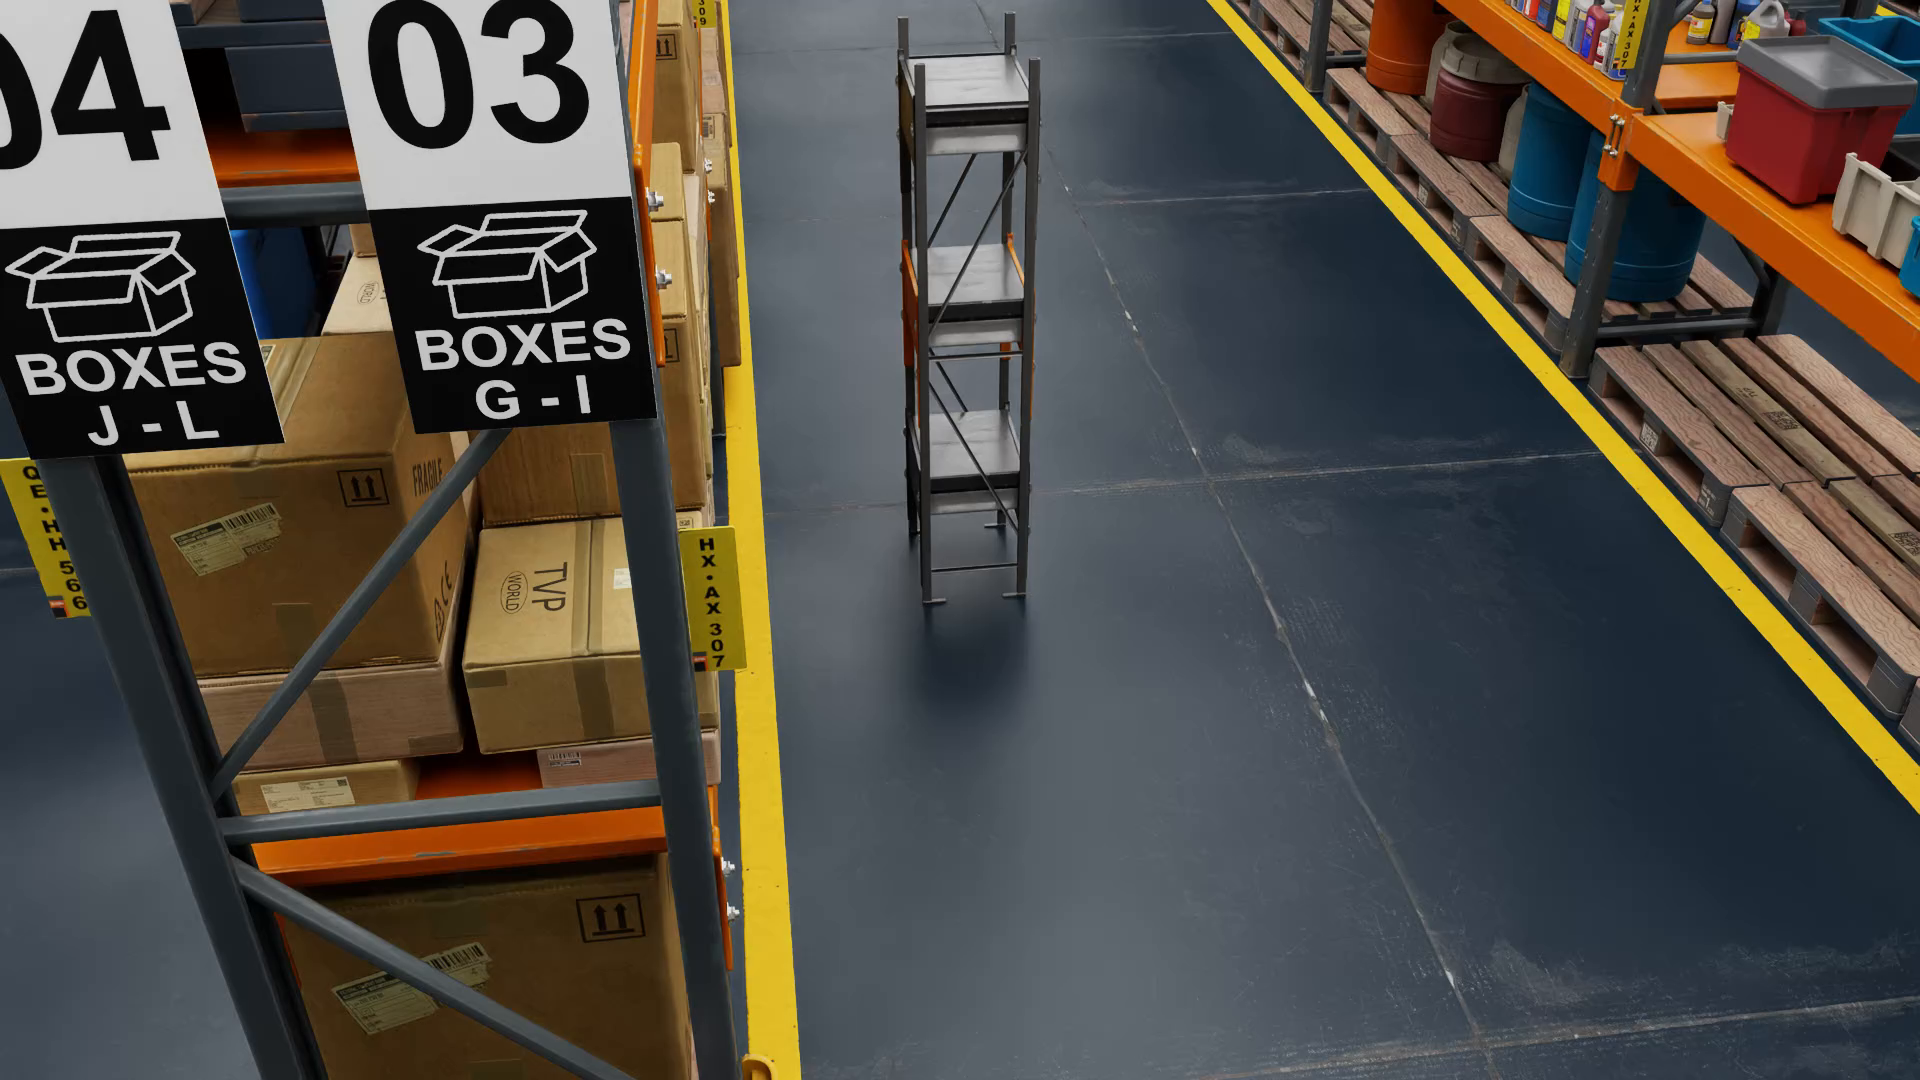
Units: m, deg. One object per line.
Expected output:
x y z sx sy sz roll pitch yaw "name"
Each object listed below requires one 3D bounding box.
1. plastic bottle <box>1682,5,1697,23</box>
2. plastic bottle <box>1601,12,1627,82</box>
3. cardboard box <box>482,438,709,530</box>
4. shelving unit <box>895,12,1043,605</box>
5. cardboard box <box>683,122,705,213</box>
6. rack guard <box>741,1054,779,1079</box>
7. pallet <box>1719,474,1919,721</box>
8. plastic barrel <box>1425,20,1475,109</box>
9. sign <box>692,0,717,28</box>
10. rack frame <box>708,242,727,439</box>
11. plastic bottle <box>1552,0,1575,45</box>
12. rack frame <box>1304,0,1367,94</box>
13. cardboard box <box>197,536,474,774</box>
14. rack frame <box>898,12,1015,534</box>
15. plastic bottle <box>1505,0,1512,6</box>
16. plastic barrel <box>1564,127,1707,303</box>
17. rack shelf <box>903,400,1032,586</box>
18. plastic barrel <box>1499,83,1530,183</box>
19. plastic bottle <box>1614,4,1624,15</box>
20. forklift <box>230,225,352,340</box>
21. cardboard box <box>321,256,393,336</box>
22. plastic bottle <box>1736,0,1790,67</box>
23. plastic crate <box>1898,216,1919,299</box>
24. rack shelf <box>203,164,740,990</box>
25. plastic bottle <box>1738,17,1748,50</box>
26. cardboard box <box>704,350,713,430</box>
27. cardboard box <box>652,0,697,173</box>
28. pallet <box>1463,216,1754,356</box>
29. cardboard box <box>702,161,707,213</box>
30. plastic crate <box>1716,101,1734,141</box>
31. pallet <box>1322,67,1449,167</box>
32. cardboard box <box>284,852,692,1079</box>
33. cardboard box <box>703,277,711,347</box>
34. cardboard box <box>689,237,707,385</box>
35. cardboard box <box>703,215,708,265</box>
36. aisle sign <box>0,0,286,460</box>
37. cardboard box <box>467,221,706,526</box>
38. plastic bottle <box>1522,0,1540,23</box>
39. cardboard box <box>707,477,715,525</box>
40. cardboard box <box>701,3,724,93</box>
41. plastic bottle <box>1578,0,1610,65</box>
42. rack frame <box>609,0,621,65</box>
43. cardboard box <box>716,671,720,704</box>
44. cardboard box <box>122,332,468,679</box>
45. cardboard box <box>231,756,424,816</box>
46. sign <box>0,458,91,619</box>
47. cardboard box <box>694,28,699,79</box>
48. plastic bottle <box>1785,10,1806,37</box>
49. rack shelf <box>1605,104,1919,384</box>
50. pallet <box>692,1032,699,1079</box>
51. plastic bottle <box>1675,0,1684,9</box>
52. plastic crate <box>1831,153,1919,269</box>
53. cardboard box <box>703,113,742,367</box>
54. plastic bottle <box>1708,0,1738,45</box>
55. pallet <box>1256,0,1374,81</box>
3.615 -2.650 8.151 0.097 0.201 0.097 0 34 0 "plastic bottle"
2.990 -2.209 7.438 0.152 0.276 0.135 -4 35 -6 "plastic bottle"
-0.880 -0.096 4.097 0.500 0.250 0.500 -5 35 -7 "cardboard box"
0.022 -0.775 6.023 0.431 2.100 0.503 -4 35 -6 "shelving unit"
-1.153 -1.236 5.769 0.500 0.250 0.500 -3 34 -5 "cardboard box"
-1.004 1.589 3.975 1.175 0.500 0.348 -4 35 -6 "rack guard"
3.668 0.177 6.303 1.003 0.211 1.213 -4 35 -6 "pallet"
3.072 -2.862 10.123 0.421 0.512 0.421 0 34 0 "plastic barrel"
-0.995 -2.123 6.363 0.100 0.325 0.005 -4 35 -6 "sign"
-1.545 -1.690 6.566 1.000 3.000 0.127 -4 35 -6 "rack frame"
2.915 -2.533 7.847 0.144 0.351 0.185 -4 35 -6 "plastic bottle"
2.825 -4.297 10.392 1.000 3.000 0.127 -4 35 -6 "rack frame"
-1.335 0.231 3.616 0.500 0.250 0.500 -5 35 -7 "cardboard box"
-0.011 -0.911 6.223 0.400 2.100 0.015 -4 35 -6 "rack frame"
2.812 -2.801 8.373 0.097 0.201 0.097 0 34 0 "plastic bottle"
3.307 -1.676 8.036 0.600 0.901 0.708 -4 35 -6 "plastic barrel"
0.022 -0.186 6.425 0.431 0.518 0.480 -4 35 -6 "rack shelf"
3.224 -2.232 9.198 0.421 0.512 0.421 0 34 0 "plastic barrel"
3.062 -2.402 7.787 0.097 0.201 0.097 0 34 0 "plastic bottle"
-3.669 -2.350 7.595 1.130 2.935 3.031 -6 35 -9 "forklift"
-1.545 -0.626 4.875 0.500 0.250 0.500 -4 35 -6 "cardboard box"
3.632 -2.288 7.488 0.144 0.351 0.185 -4 35 -6 "plastic bottle"
3.371 -0.915 5.524 0.416 0.233 0.300 -4 35 -6 "plastic crate"
-1.276 -0.276 5.131 1.077 0.370 4.000 -4 35 -6 "rack shelf"
3.685 -2.357 7.722 0.097 0.201 0.097 0 34 0 "plastic bottle"
-0.936 -0.435 4.948 0.380 0.149 0.250 -5 35 -8 "cardboard box"
-1.155 -1.544 5.556 0.500 0.500 0.500 -4 34 -6 "cardboard box"
3.301 -1.346 8.538 1.003 0.211 1.213 -4 35 -6 "pallet"
-1.144 -1.297 6.212 0.380 0.149 0.250 -4 34 -5 "cardboard box"
3.284 -1.710 6.777 0.396 0.136 0.243 -4 35 -6 "plastic crate"
2.973 -2.708 10.536 1.003 0.211 1.213 -4 35 -6 "pallet"
-1.172 0.896 4.286 0.875 0.875 0.875 -4 35 -6 "cardboard box"
-1.006 -0.724 5.371 0.380 0.149 0.250 -5 35 -7 "cardboard box"
-1.020 -0.668 4.936 0.500 0.250 0.500 -5 35 -7 "cardboard box"
-1.075 -1.010 5.792 0.380 0.149 0.250 -4 34 -5 "cardboard box"
-1.294 -0.469 2.466 0.394 0.787 0.004 -4 35 -6 "aisle sign"
-0.871 -0.396 3.870 0.500 0.500 0.500 -5 35 -8 "cardboard box"
2.873 -2.694 8.150 0.152 0.276 0.135 -4 35 -6 "plastic bottle"
-0.868 -0.150 4.530 0.380 0.149 0.250 -5 35 -7 "cardboard box"
-1.898 -2.333 9.023 1.225 0.875 0.875 -4 35 -6 "cardboard box"
2.914 -2.338 7.620 0.061 0.283 0.133 -4 35 -6 "plastic bottle"
-1.007 -1.937 1.601 1.000 3.000 0.127 -4 35 -6 "rack frame"
-0.763 0.280 3.899 0.380 0.149 0.250 -5 35 -7 "cardboard box"
-1.333 -0.080 3.408 0.500 0.500 0.500 -4 34 -6 "cardboard box"
-1.381 0.472 3.616 0.380 0.149 0.250 -4 34 -5 "cardboard box"
-1.546 -0.001 2.849 0.100 0.325 0.005 -4 35 -6 "sign"
-1.427 -2.287 7.354 0.500 0.500 0.500 -4 35 -6 "cardboard box"
3.737 -2.254 7.497 0.061 0.283 0.133 -4 35 -6 "plastic bottle"
3.632 -0.652 5.681 1.077 0.370 4.000 -4 35 -6 "rack shelf"
-1.192 1.254 4.722 1.003 0.211 1.213 -4 35 -6 "pallet"
3.617 -2.749 8.224 0.061 0.283 0.133 -4 35 -6 "plastic bottle"
3.386 -1.175 5.862 0.437 0.282 0.530 -4 35 -6 "plastic crate"
-1.651 -1.341 7.568 1.225 0.875 0.875 -4 35 -6 "cardboard box"
3.629 -2.505 7.872 0.152 0.276 0.135 -4 35 -6 "plastic bottle"
2.760 -3.580 11.816 1.003 0.211 1.213 -4 35 -6 "pallet"
